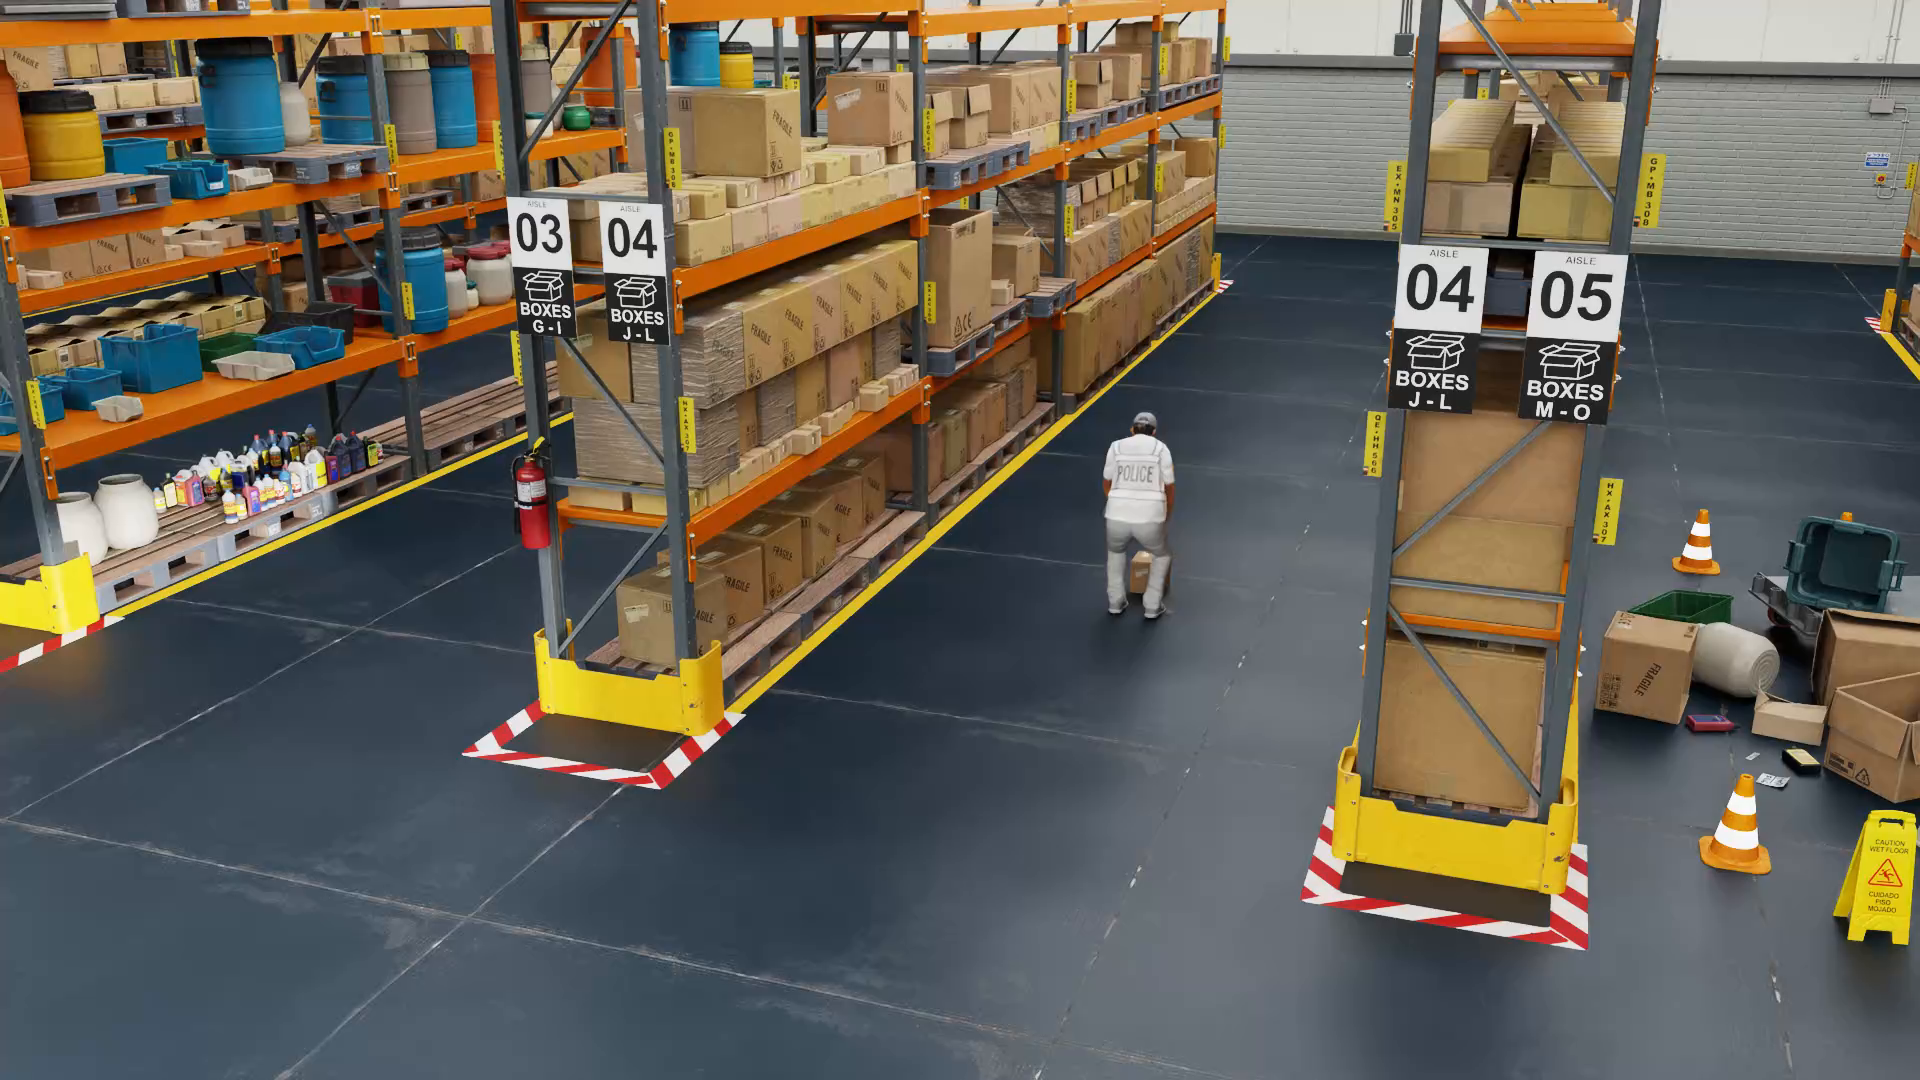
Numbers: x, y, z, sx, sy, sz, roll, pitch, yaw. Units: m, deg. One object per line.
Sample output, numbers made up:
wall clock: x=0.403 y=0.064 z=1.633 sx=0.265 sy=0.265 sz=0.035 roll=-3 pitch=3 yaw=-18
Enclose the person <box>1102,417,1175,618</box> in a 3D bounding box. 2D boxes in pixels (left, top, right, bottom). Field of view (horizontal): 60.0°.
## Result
person: x=1.253 y=-0.161 z=11.930 sx=0.532 sy=1.421 sz=0.631 roll=7 pitch=20 yaw=19
